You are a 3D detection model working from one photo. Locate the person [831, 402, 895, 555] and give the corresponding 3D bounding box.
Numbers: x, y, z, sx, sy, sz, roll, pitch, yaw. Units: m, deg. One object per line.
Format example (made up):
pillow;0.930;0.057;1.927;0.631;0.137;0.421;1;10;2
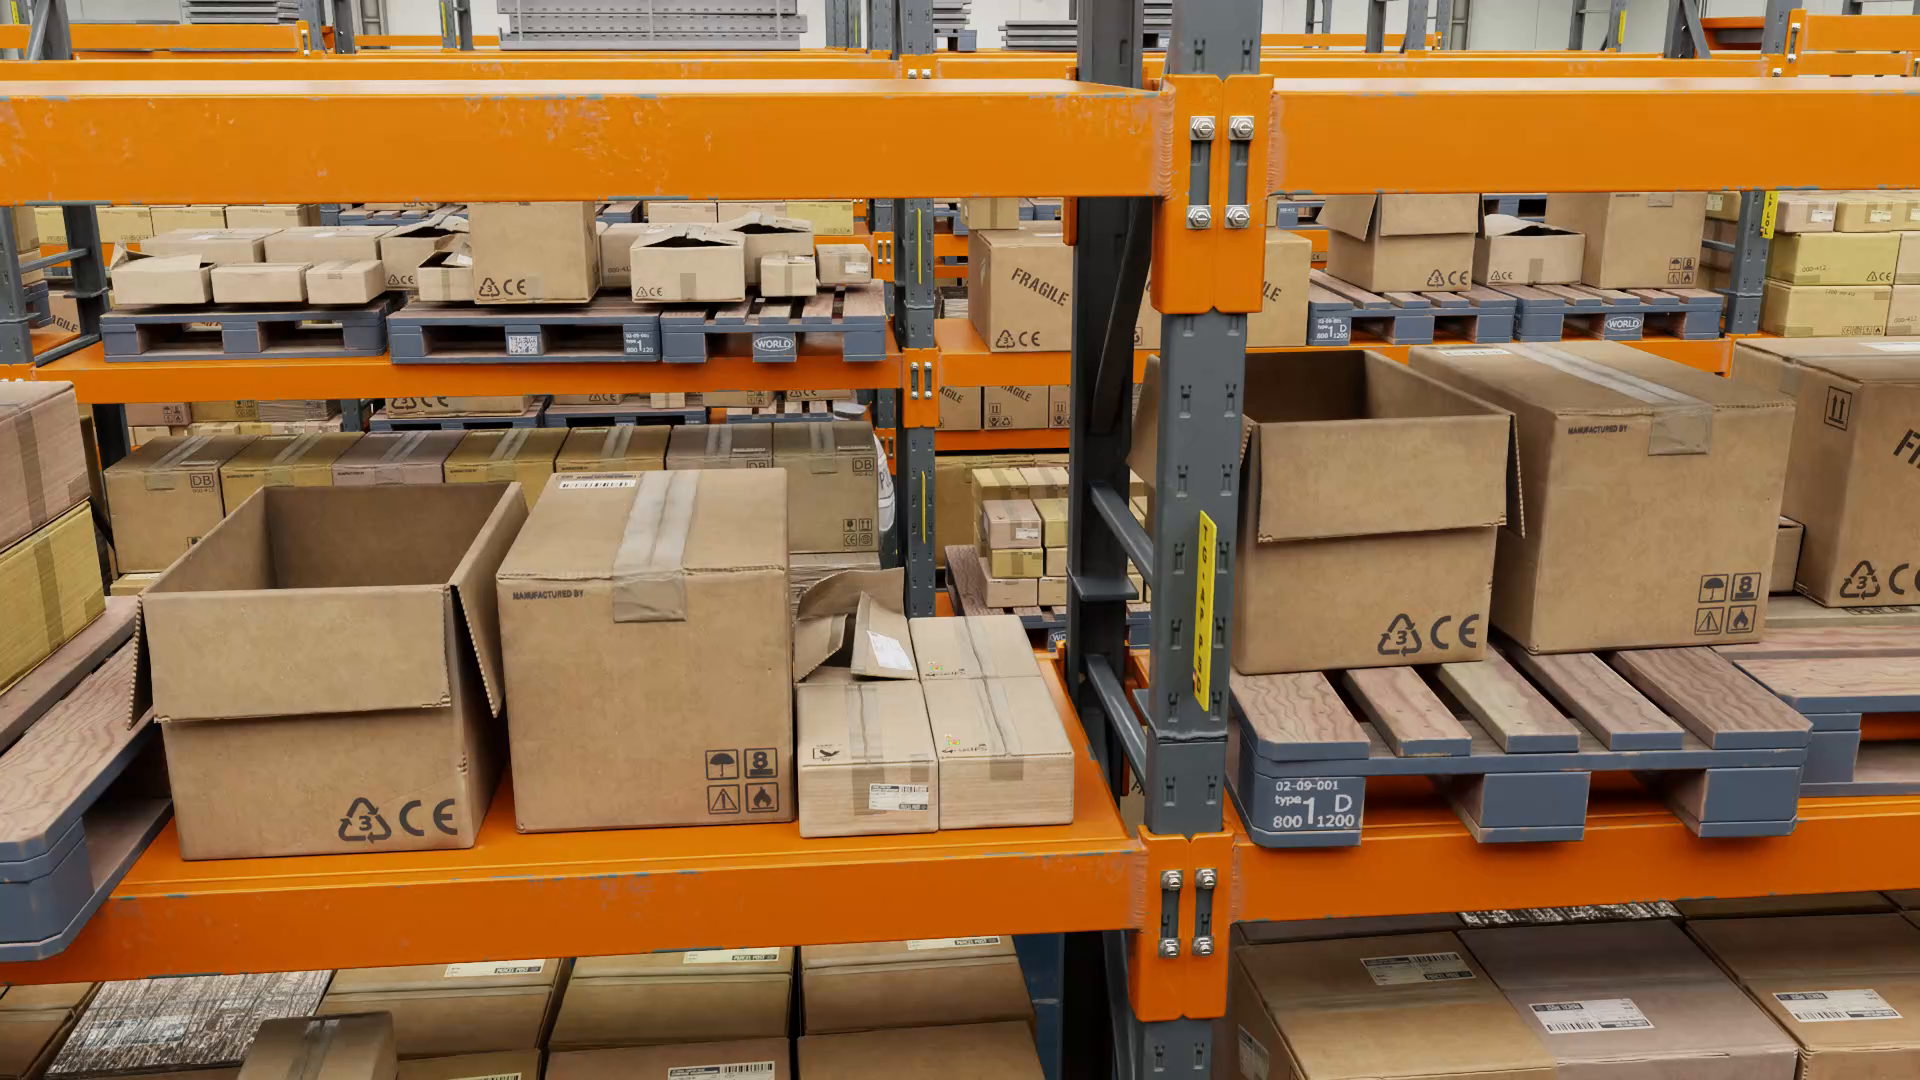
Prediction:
person;-0.696;-0.129;11.959;0.437;1.747;0.601;3;17;9
